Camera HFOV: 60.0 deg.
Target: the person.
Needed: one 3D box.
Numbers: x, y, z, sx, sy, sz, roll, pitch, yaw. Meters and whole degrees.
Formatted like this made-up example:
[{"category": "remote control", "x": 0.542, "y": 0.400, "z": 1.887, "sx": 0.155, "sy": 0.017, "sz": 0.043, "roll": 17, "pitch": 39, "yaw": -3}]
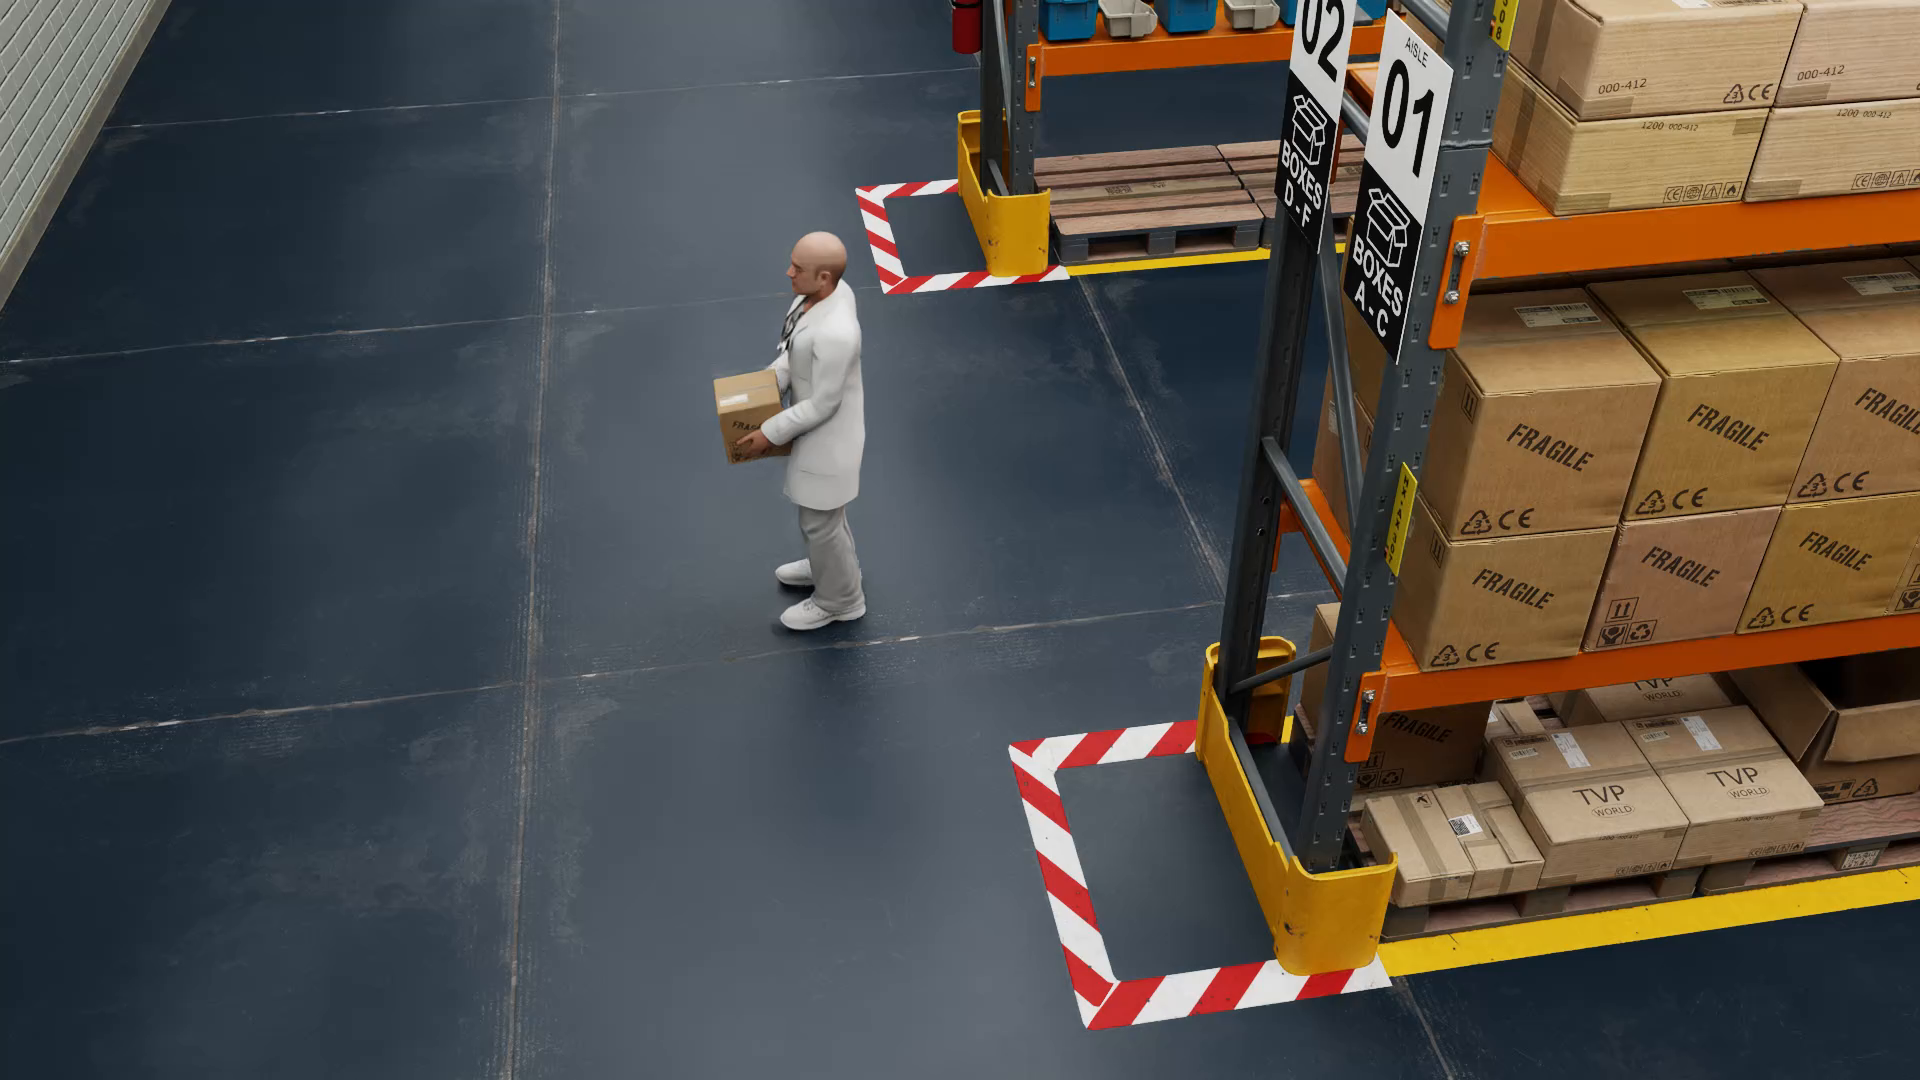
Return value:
[{"category": "person", "x": -0.645, "y": -0.427, "z": 6.702, "sx": 0.517, "sy": 1.782, "sz": 0.559, "roll": -7, "pitch": 39, "yaw": -8}]
